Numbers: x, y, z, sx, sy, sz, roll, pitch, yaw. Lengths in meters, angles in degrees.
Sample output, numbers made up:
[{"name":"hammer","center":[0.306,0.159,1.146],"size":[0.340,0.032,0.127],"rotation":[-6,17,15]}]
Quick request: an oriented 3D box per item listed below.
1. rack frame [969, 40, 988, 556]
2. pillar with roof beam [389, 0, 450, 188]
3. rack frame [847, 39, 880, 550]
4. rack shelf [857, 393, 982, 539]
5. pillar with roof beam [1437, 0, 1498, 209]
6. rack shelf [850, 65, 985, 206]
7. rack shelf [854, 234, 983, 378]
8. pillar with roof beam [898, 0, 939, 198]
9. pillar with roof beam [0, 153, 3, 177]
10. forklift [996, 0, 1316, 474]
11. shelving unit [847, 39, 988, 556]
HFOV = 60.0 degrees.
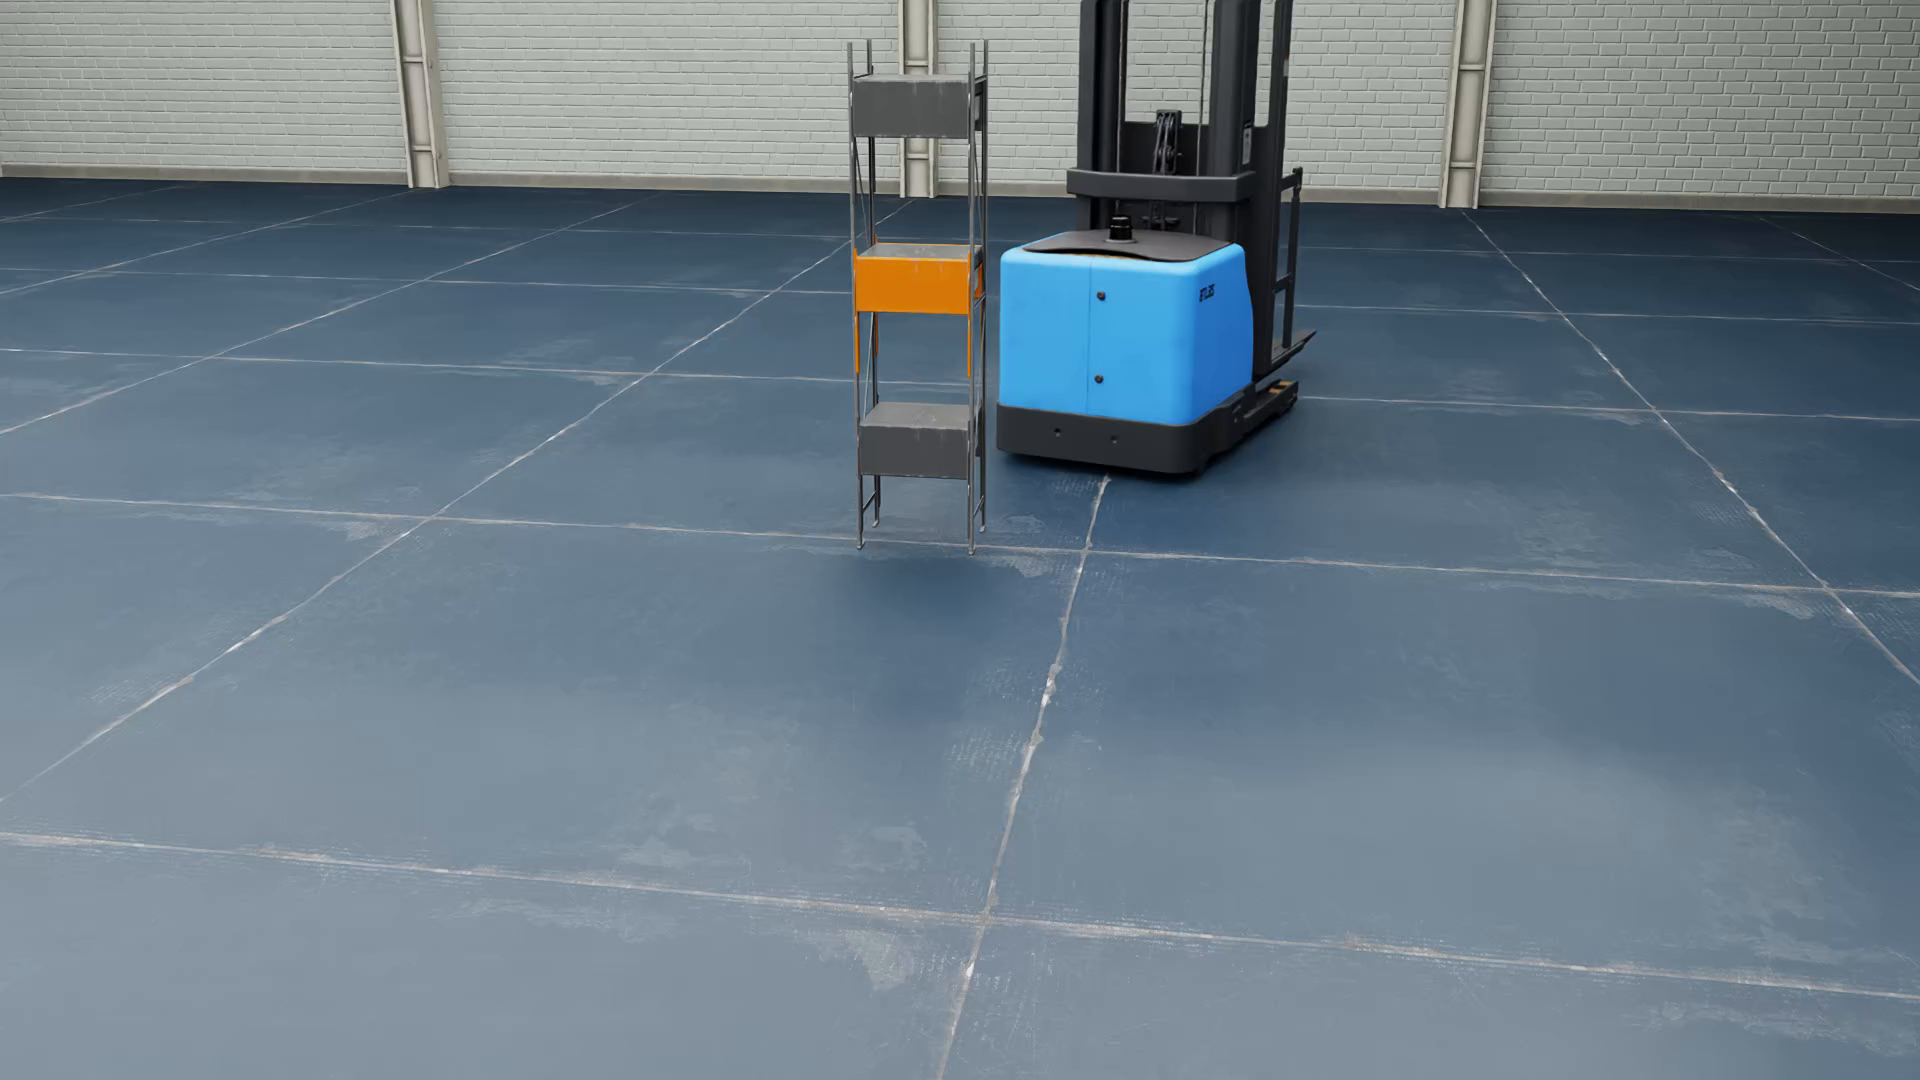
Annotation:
[{"name":"rack frame","center":[0.077,-0.992,6.958],"size":[0.015,2.100,0.400],"rotation":[3,19,9]},{"name":"pillar with roof beam","center":[-7.076,-7.183,14.587],"size":[0.400,9.000,9.100],"rotation":[3,19,9]},{"name":"rack frame","center":[-0.404,-1.016,7.032],"size":[0.015,2.100,0.400],"rotation":[3,19,9]},{"name":"rack shelf","center":[-0.163,-0.327,7.221],"size":[0.480,0.518,0.431],"rotation":[3,19,9]},{"name":"pillar with roof beam","center":[4.773,-6.579,12.782],"size":[0.400,9.000,9.100],"rotation":[3,19,9]},{"name":"rack shelf","center":[-0.163,-1.655,6.777],"size":[0.480,0.518,0.431],"rotation":[3,19,9]},{"name":"rack shelf","center":[-0.163,-0.991,6.999],"size":[0.480,0.518,0.431],"rotation":[3,19,9]},{"name":"pillar with roof beam","center":[-1.152,-6.881,13.685],"size":[0.400,9.000,9.100],"rotation":[3,19,9]},{"name":"pillar with roof beam","center":[-13.000,-7.485,15.490],"size":[0.400,9.000,9.100],"rotation":[3,19,9]},{"name":"forklift","center":[1.292,-2.135,9.065],"size":[1.130,2.935,3.031],"rotation":[9,20,25]},{"name":"shelving unit","center":[-0.163,-1.004,6.995],"size":[0.503,2.100,0.431],"rotation":[3,19,9]}]
